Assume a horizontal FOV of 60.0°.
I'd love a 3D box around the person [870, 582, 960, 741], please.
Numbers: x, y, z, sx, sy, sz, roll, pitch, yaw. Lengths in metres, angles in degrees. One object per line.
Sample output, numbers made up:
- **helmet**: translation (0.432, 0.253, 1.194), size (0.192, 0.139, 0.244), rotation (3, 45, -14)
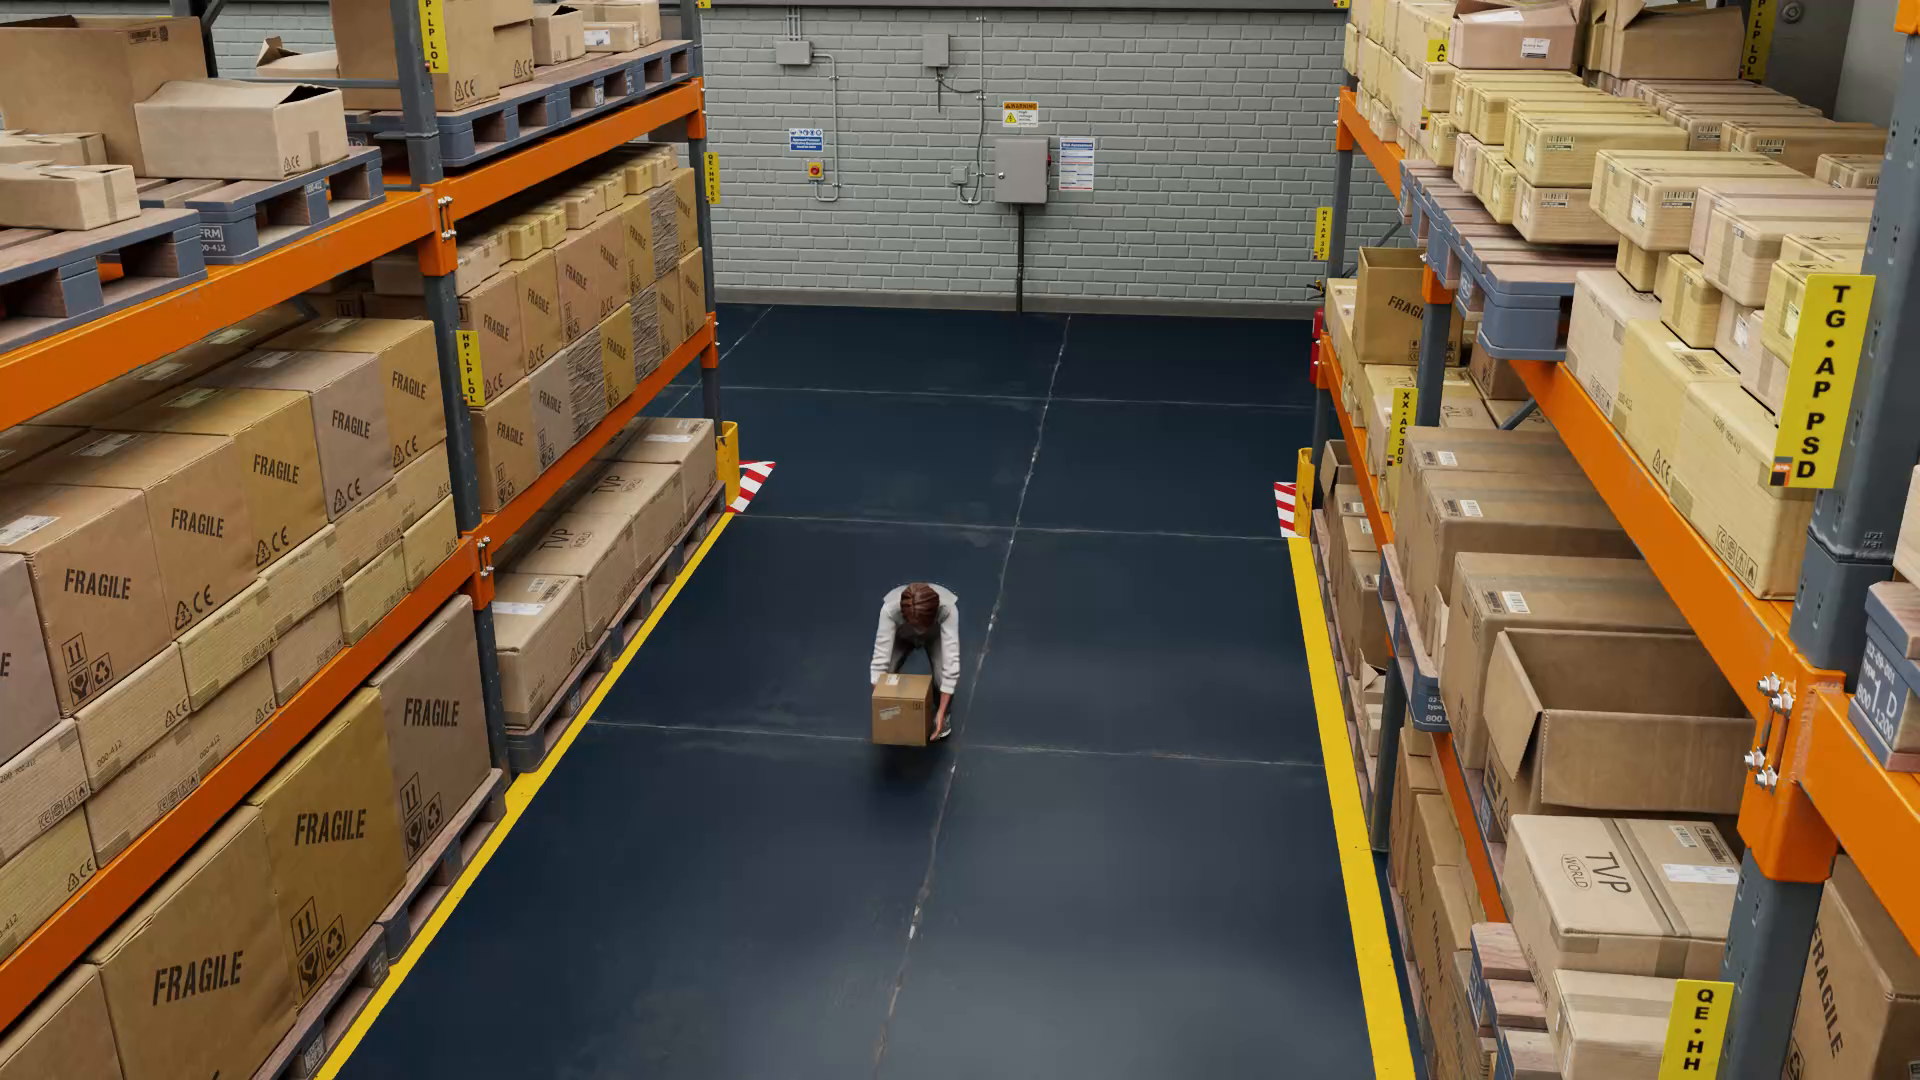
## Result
- **person**: translation (-0.197, 0.545, 8.129), size (0.442, 0.931, 0.792), rotation (2, 22, 6)
